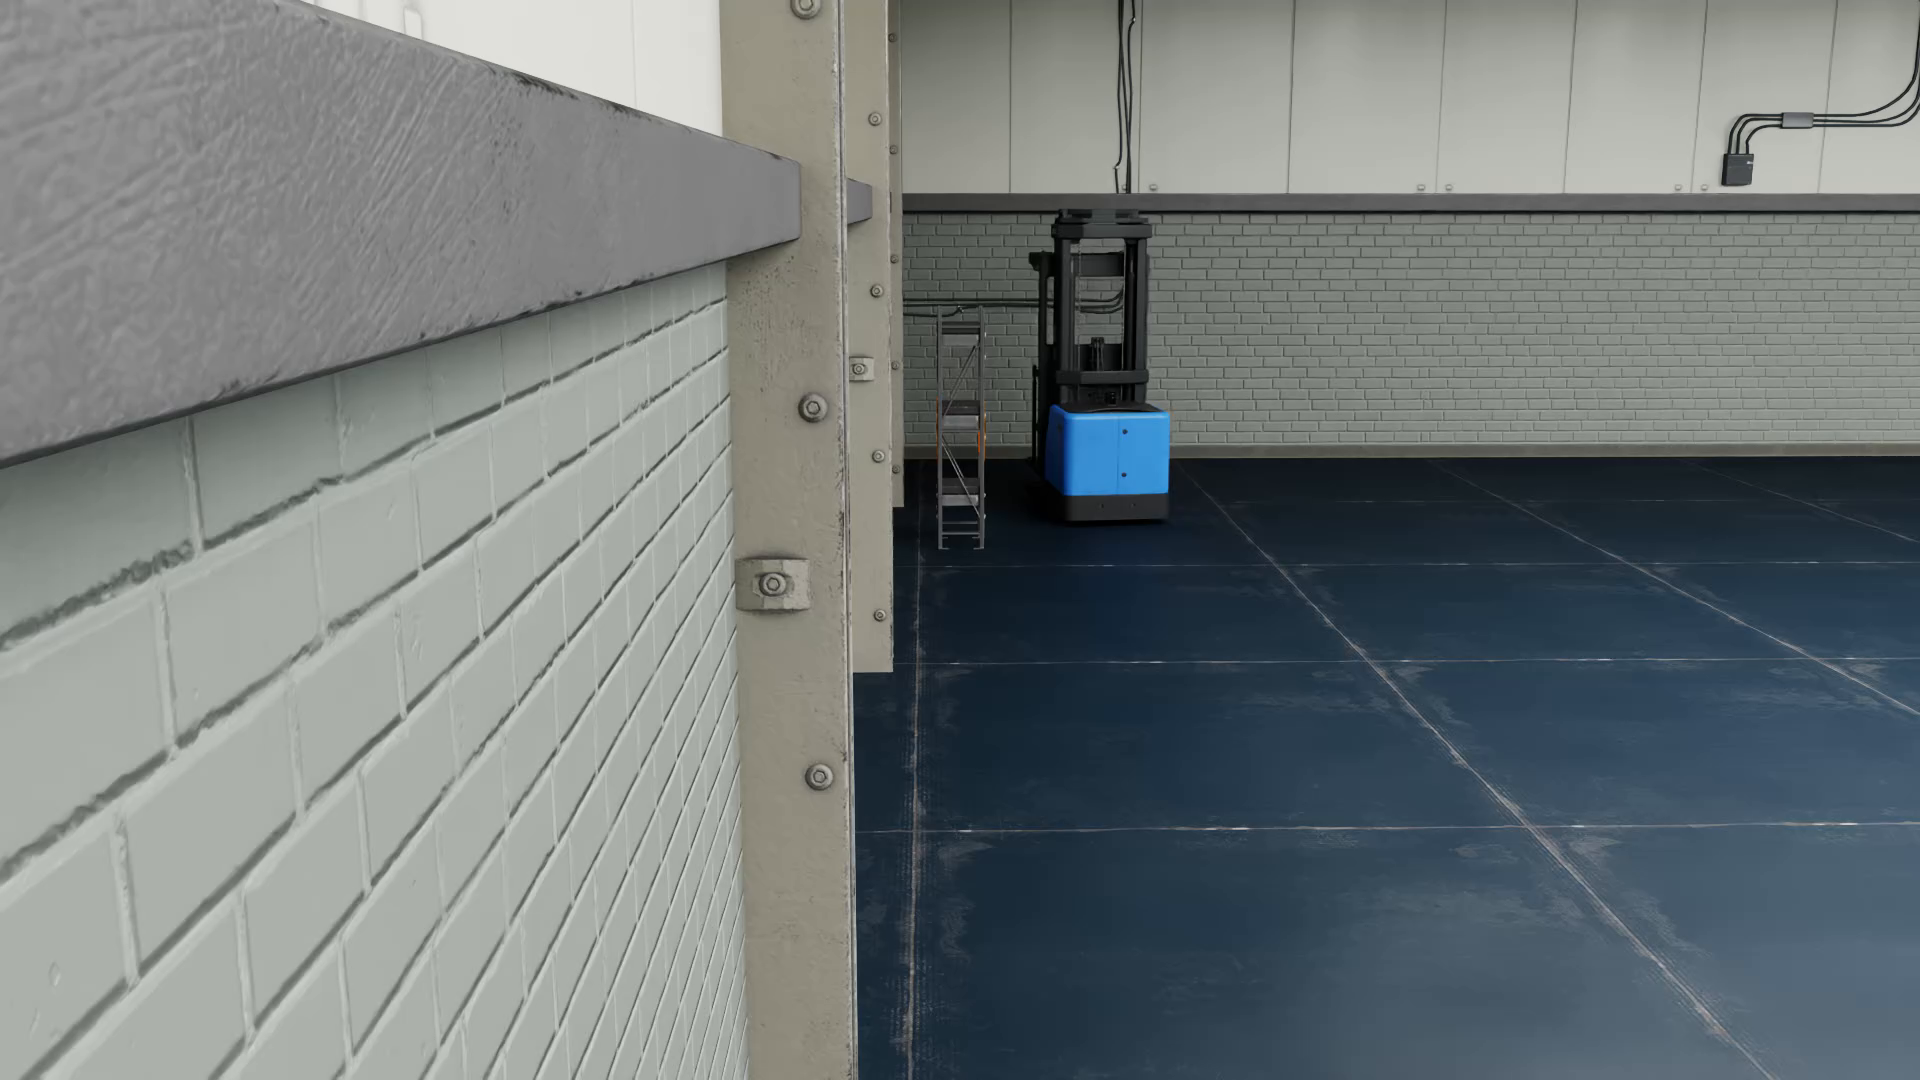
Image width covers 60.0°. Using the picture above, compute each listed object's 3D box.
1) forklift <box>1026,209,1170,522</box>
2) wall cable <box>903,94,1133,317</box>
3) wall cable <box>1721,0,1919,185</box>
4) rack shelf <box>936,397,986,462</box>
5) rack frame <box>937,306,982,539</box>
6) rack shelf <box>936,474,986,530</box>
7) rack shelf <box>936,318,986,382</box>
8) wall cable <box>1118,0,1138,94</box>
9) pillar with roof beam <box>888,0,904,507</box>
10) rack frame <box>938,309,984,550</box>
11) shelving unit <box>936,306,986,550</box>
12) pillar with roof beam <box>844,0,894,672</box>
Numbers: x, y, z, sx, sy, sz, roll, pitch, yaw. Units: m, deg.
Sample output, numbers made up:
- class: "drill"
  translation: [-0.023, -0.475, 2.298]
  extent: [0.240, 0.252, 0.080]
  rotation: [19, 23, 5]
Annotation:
- class: "forklift"
  translation: [1.293, -1.853, 16.823]
  extent: [1.130, 2.935, 3.031]
  rotation: [-1, 12, -7]
- class: "wall cable"
  translation: [0.539, -3.851, 19.219]
  extent: [3.097, 2.526, 0.112]
  rotation: [0, 11, -1]
- class: "wall cable"
  translation: [10.031, -7.076, 18.749]
  extent: [2.305, 6.003, 0.169]
  rotation: [0, 11, -1]
- class: "rack shelf"
  translation: [0.003, -0.983, 14.691]
  extent: [0.431, 0.518, 0.480]
  rotation: [0, 11, -1]
- class: "rack frame"
  translation: [-0.002, -1.045, 14.927]
  extent: [0.400, 2.100, 0.015]
  rotation: [0, 11, -1]
- class: "rack shelf"
  translation: [0.003, -0.297, 14.830]
  extent: [0.431, 0.518, 0.480]
  rotation: [0, 11, -1]
- class: "rack shelf"
  translation: [0.003, -1.669, 14.552]
  extent: [0.431, 0.518, 0.480]
  rotation: [0, 11, -1]
- class: "wall cable"
  translation: [3.244, -6.338, 18.772]
  extent: [3.097, 2.526, 0.112]
  rotation: [0, 11, -1]
- class: "pillar with roof beam"
  translation: [3.582, -4.800, 16.085]
  extent: [9.100, 9.000, 0.400]
  rotation: [0, 11, -1]
- class: "rack frame"
  translation: [0.009, -0.948, 14.449]
  extent: [0.400, 2.100, 0.015]
  rotation: [0, 11, -1]
- class: "shelving unit"
  translation: [0.003, -0.996, 14.688]
  extent: [0.431, 2.100, 0.503]
  rotation: [0, 11, -1]
- class: "pillar with roof beam"
  translation: [3.706, -3.607, 10.206]
  extent: [9.100, 9.000, 0.400]
  rotation: [0, 11, -1]
